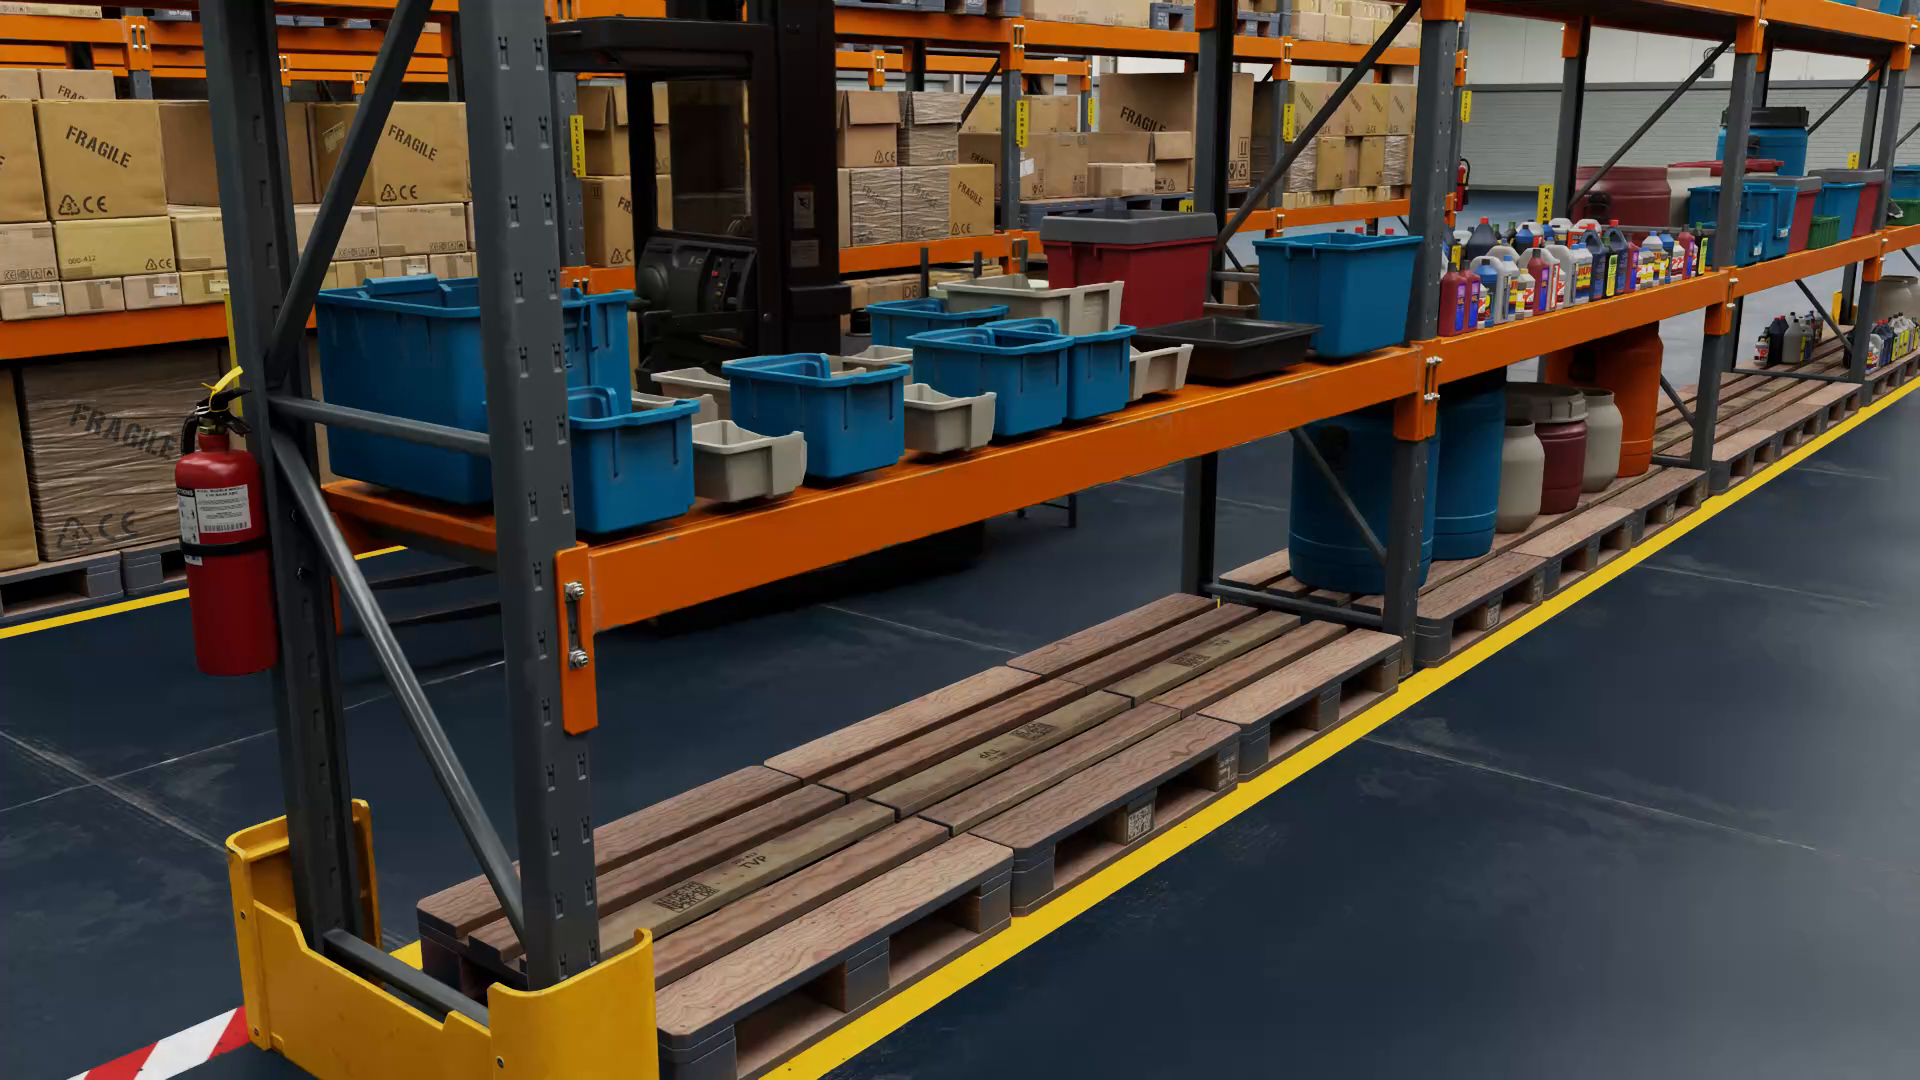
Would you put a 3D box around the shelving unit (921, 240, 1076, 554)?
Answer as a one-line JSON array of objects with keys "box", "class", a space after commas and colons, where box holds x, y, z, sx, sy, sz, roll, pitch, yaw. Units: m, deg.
[{"box": [0.211, -0.757, 8.558, 0.431, 1.500, 0.755, 14, 20, 43], "class": "shelving unit"}]

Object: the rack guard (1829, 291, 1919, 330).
[{"box": [8.884, -2.054, 15.694, 1.175, 0.500, 0.348, 11, 18, 38], "class": "rack guard"}]

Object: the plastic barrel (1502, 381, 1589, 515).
[{"box": [2.863, -0.478, 8.456, 0.600, 0.588, 0.708, 11, 18, 38], "class": "plastic barrel"}]

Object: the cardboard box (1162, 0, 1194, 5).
[{"box": [1.565, -4.740, 14.035, 0.797, 0.503, 0.637, 12, 19, 40], "class": "cardboard box"}]

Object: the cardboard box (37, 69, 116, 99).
[{"box": [-6.378, -3.088, 11.849, 0.500, 0.500, 0.500, 10, 18, 36], "class": "cardboard box"}]

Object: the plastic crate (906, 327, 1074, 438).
[{"box": [0.078, -0.420, 4.402, 0.416, 0.233, 0.300, 11, 18, 38], "class": "plastic crate"}]

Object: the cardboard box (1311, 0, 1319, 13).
[{"box": [3.087, -4.938, 15.373, 0.380, 0.149, 0.250, 10, 17, 35], "class": "cardboard box"}]

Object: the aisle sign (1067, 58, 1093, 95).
[{"box": [1.527, -6.068, 21.137, 0.394, 0.787, 0.004, 11, 18, 38], "class": "aisle sign"}]

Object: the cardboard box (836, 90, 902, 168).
[{"box": [-0.869, -2.795, 11.292, 0.797, 0.503, 0.637, 12, 18, 39], "class": "cardboard box"}]

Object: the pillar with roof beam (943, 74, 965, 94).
[{"box": [3.224, -10.901, 33.256, 9.100, 9.000, 0.400, 11, 18, 38], "class": "pillar with roof beam"}]

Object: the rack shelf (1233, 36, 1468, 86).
[{"box": [3.786, -4.776, 16.701, 1.077, 0.370, 4.000, 11, 18, 38], "class": "rack shelf"}]

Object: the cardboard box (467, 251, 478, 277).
[{"box": [-2.598, -1.476, 8.850, 0.380, 0.149, 0.250, 12, 18, 39], "class": "cardboard box"}]

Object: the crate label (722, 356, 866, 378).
[{"box": [-0.439, -0.419, 4.595, 0.396, 0.136, 0.243, 11, 18, 38], "class": "crate label"}]

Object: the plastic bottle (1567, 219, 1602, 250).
[{"box": [3.462, -1.639, 9.234, 0.152, 0.276, 0.135, 11, 18, 38], "class": "plastic bottle"}]

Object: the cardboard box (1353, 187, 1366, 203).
[{"box": [3.831, -3.450, 16.622, 0.380, 0.149, 0.250, 11, 18, 38], "class": "cardboard box"}]

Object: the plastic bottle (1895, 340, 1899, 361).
[{"box": [7.526, -1.556, 13.444, 0.097, 0.201, 0.097, 0, 14, 0], "class": "plastic bottle"}]

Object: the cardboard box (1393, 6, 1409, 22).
[{"box": [4.288, -5.279, 16.713, 0.380, 0.149, 0.250, 10, 17, 35], "class": "cardboard box"}]

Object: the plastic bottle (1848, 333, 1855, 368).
[{"box": [7.021, -1.494, 13.035, 0.061, 0.283, 0.133, 11, 18, 38], "class": "plastic bottle"}]

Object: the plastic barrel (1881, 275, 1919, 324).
[{"box": [8.541, -2.147, 15.184, 0.421, 0.512, 0.421, 0, 14, 0], "class": "plastic barrel"}]

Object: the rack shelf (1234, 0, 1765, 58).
[{"box": [2.610, -2.478, 7.653, 1.077, 0.370, 4.000, 11, 18, 38], "class": "rack shelf"}]

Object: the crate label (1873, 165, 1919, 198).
[{"box": [7.949, -2.910, 13.915, 0.502, 0.435, 0.616, 11, 18, 38], "class": "crate label"}]

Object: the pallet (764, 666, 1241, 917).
[{"box": [0.155, 0.744, 5.267, 1.003, 0.211, 1.213, 11, 18, 38], "class": "pallet"}]

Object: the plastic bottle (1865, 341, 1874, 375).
[{"box": [6.923, -1.406, 12.712, 0.097, 0.271, 0.097, 0, 14, 0], "class": "plastic bottle"}]

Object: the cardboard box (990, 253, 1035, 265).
[{"box": [0.323, -3.706, 20.581, 0.875, 0.875, 0.875, 11, 18, 37], "class": "cardboard box"}]

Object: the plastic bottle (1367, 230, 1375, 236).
[{"box": [1.789, -1.170, 7.236, 0.144, 0.351, 0.185, 11, 18, 38], "class": "plastic bottle"}]

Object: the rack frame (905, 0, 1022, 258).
[{"box": [0.015, -2.522, 12.458, 1.000, 3.000, 0.127, 11, 18, 38], "class": "rack frame"}]

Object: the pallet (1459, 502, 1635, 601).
[{"box": [2.637, -0.014, 8.249, 1.003, 0.211, 1.213, 11, 18, 38], "class": "pallet"}]

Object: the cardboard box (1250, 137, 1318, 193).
[{"box": [2.860, -3.557, 15.726, 0.875, 0.500, 0.500, 11, 18, 38], "class": "cardboard box"}]

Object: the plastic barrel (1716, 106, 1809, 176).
[{"box": [5.903, -2.737, 12.288, 0.600, 0.901, 0.708, 11, 18, 38], "class": "plastic barrel"}]

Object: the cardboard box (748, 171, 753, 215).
[{"box": [-1.385, -2.046, 10.382, 0.500, 0.500, 0.500, 11, 18, 36], "class": "cardboard box"}]

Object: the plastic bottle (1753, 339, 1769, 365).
[{"box": [6.367, -1.496, 13.210, 0.097, 0.201, 0.097, 0, 14, 0], "class": "plastic bottle"}]

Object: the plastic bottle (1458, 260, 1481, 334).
[{"box": [2.000, -0.963, 6.557, 0.061, 0.283, 0.133, 11, 18, 38], "class": "plastic bottle"}]

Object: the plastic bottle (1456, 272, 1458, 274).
[{"box": [2.062, -1.009, 6.905, 0.097, 0.201, 0.097, 0, 14, 0], "class": "plastic bottle"}]

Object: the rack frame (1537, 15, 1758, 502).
[{"box": [3.867, -1.755, 9.441, 1.000, 3.000, 0.127, 11, 18, 38], "class": "rack frame"}]

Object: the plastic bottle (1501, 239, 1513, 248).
[{"box": [2.875, -1.494, 8.816, 0.097, 0.201, 0.097, 0, 14, 0], "class": "plastic bottle"}]

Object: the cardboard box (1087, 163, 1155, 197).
[{"box": [1.247, -2.938, 13.548, 0.500, 0.250, 0.500, 11, 18, 36], "class": "cardboard box"}]

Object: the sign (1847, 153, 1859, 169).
[{"box": [8.470, -3.508, 15.776, 0.100, 0.325, 0.005, 11, 18, 38], "class": "sign"}]

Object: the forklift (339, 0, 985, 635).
[{"box": [-1.338, -1.165, 7.257, 3.031, 2.935, 1.130, -11, 18, -38], "class": "forklift"}]

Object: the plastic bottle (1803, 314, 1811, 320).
[{"box": [7.235, -1.795, 14.243, 0.097, 0.271, 0.097, 0, 14, 0], "class": "plastic bottle"}]

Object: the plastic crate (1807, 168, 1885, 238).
[{"box": [6.315, -2.412, 11.897, 0.402, 0.464, 0.583, 11, 18, 38], "class": "plastic crate"}]

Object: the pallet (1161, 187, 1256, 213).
[{"box": [1.936, -3.071, 15.010, 1.003, 0.211, 1.213, 11, 18, 38], "class": "pallet"}]

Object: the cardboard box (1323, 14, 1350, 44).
[{"box": [3.340, -4.818, 15.708, 0.500, 0.250, 0.500, 11, 18, 37], "class": "cardboard box"}]

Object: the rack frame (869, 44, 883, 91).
[{"box": [-1.265, -4.075, 18.571, 1.000, 3.000, 0.127, 11, 18, 38], "class": "rack frame"}]

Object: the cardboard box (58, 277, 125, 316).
[{"box": [-3.889, -1.082, 7.301, 0.380, 0.149, 0.250, 11, 18, 36], "class": "cardboard box"}]

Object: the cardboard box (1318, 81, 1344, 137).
[{"box": [3.323, -4.108, 15.864, 0.500, 0.500, 0.500, 11, 18, 38], "class": "cardboard box"}]

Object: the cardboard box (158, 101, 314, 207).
[{"box": [-3.638, -1.945, 8.365, 0.500, 0.500, 0.500, 11, 18, 36], "class": "cardboard box"}]

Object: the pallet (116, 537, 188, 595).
[{"box": [-3.804, -0.036, 8.337, 1.003, 0.211, 1.213, 11, 18, 38], "class": "pallet"}]

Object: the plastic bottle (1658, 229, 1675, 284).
[{"box": [3.591, -1.449, 8.496, 0.097, 0.271, 0.097, 0, 14, 0], "class": "plastic bottle"}]

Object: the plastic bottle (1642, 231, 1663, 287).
[{"box": [3.469, -1.412, 8.349, 0.097, 0.271, 0.097, 0, 14, 0], "class": "plastic bottle"}]

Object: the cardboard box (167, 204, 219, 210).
[{"box": [-3.952, -1.490, 8.097, 0.500, 0.250, 0.500, 11, 18, 38], "class": "cardboard box"}]

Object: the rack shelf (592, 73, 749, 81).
[{"box": [-3.922, -6.310, 22.737, 1.077, 0.370, 4.000, 11, 18, 38], "class": "rack shelf"}]
